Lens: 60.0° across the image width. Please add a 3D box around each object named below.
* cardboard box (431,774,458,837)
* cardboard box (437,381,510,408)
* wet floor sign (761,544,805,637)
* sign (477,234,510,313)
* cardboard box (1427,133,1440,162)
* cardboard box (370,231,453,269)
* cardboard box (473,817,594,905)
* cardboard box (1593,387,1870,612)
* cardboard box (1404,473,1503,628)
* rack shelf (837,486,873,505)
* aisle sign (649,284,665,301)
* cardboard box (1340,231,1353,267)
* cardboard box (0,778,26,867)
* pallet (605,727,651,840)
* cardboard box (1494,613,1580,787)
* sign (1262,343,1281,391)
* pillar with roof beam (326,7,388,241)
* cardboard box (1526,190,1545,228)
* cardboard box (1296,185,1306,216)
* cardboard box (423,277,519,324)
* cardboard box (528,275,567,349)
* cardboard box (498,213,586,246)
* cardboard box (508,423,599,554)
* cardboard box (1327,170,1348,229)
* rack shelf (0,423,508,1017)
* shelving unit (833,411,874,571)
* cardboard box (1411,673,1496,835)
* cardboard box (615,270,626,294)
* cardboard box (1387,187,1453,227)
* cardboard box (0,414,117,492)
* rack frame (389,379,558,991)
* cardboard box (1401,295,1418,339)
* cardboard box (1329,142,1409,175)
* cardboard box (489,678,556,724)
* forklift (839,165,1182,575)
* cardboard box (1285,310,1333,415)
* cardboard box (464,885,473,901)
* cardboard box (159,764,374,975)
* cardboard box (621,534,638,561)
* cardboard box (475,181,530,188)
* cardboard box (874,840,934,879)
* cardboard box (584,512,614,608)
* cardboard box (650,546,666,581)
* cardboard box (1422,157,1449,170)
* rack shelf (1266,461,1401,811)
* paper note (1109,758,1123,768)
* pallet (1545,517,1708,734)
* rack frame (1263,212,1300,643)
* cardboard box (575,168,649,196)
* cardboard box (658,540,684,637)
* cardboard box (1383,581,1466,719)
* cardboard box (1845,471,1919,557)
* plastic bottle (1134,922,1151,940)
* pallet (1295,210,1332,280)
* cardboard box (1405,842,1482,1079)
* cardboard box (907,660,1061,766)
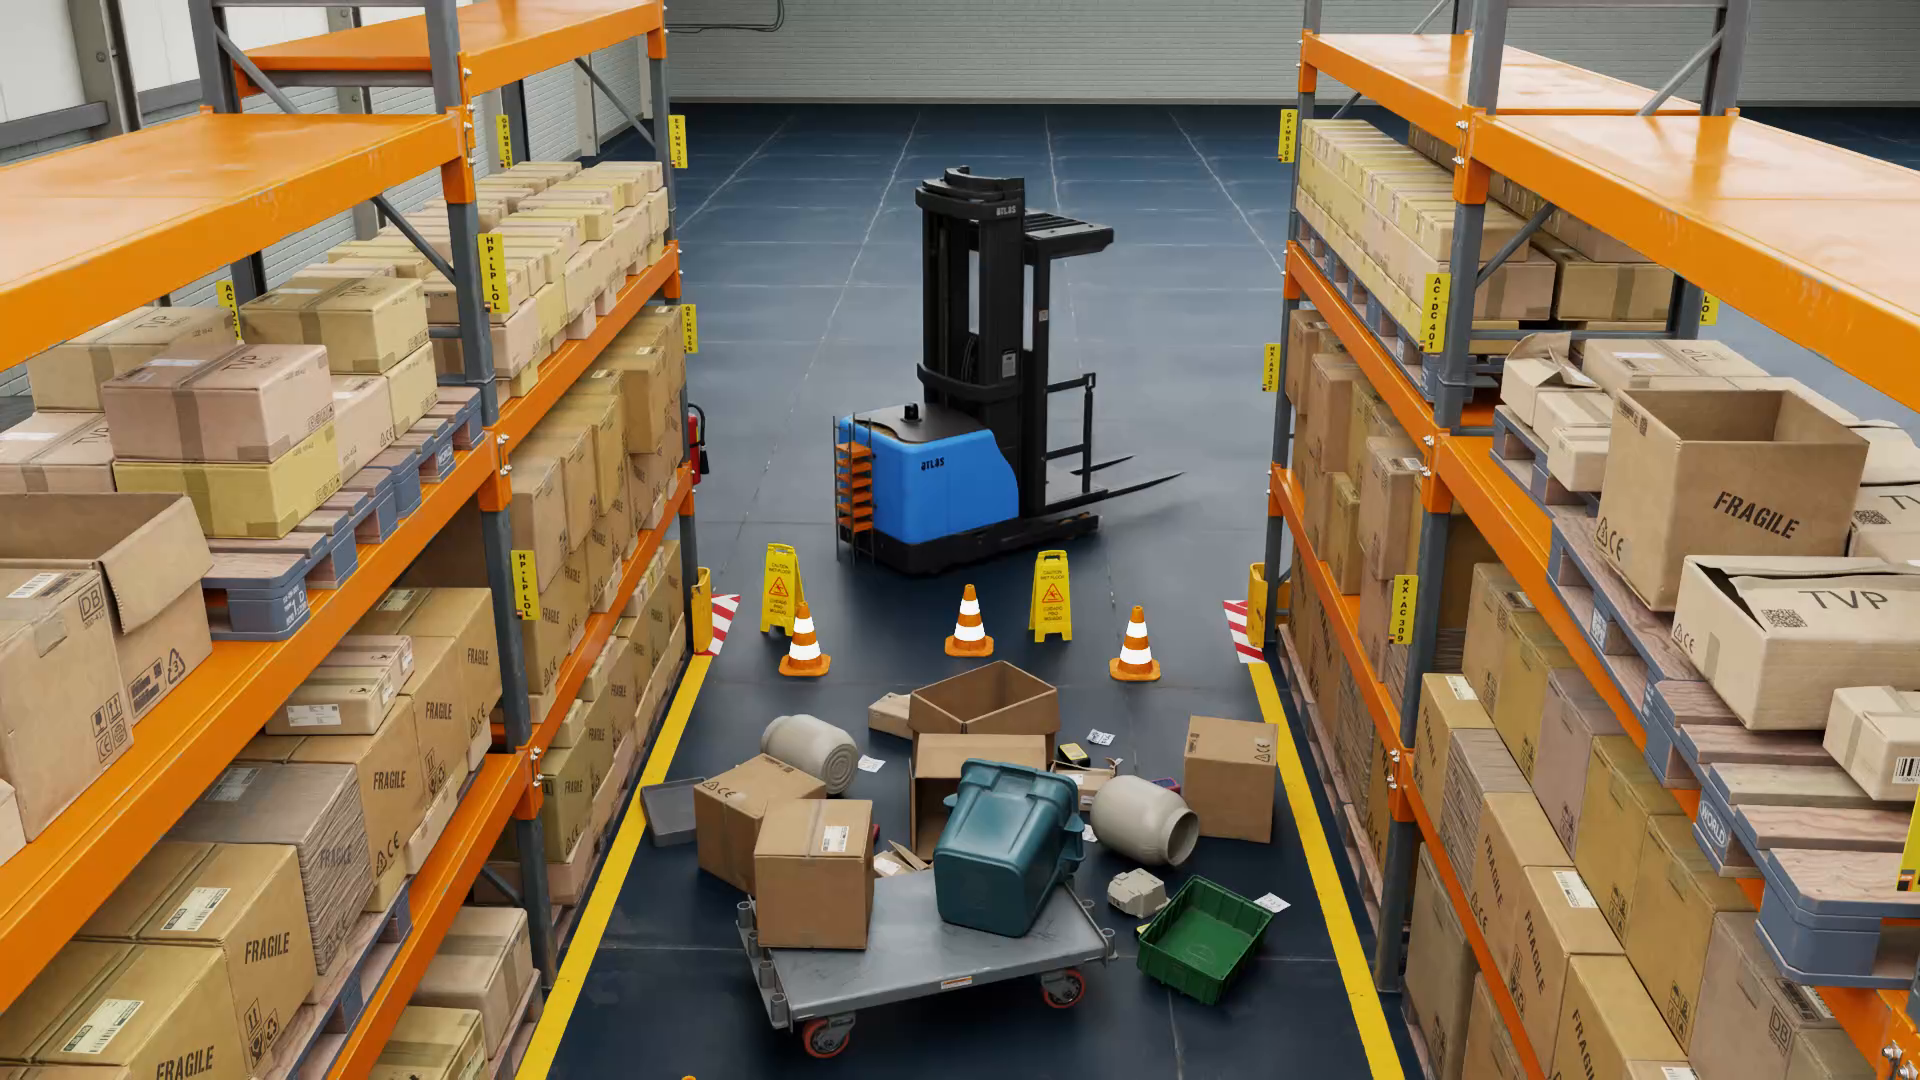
[{"bbox_3d":[-2.191,1.033,6.486,0.380,0.149,0.250,0,21,1],"label":"cardboard box"},{"bbox_3d":[-2.196,-0.658,7.279,0.380,0.149,0.250,0,21,1],"label":"cardboard box"},{"bbox_3d":[-1.256,0.329,11.790,0.267,0.644,0.232,8,23,20],"label":"wet floor sign"},{"bbox_3d":[-1.899,-1.084,6.770,0.100,0.325,0.005,1,21,2],"label":"sign"},{"bbox_3d":[2.931,-2.281,9.641,0.380,0.149,0.250,1,21,3],"label":"cardboard box"},{"bbox_3d":[-2.646,-1.413,8.121,0.380,0.149,0.250,0,21,1],"label":"cardboard box"},{"bbox_3d":[-2.166,1.610,8.454,0.500,0.250,0.500,0,21,-1],"label":"cardboard box"},{"bbox_3d":[2.149,-0.121,4.689,0.500,0.500,0.500,1,21,2],"label":"cardboard box"},{"bbox_3d":[2.543,0.046,7.564,0.875,0.550,0.550,1,21,2],"label":"cardboard box"},{"bbox_3d":[-0.820,-0.332,12.848,0.180,0.103,0.258,-15,26,-34],"label":"rack shelf"},{"bbox_3d":[-2.040,-1.943,10.797,0.394,0.787,0.004,1,21,2],"label":"aisle sign"},{"bbox_3d":[2.243,-1.549,8.856,0.380,0.149,0.250,1,21,2],"label":"cardboard box"},{"bbox_3d":[-2.388,0.640,3.771,0.396,0.266,0.258,1,21,2],"label":"cardboard box"},{"bbox_3d":[-2.434,1.349,9.761,1.003,0.211,1.213,1,21,2],"label":"pallet"},{"bbox_3d":[2.475,0.605,6.303,0.700,0.500,0.500,0,21,1],"label":"cardboard box"},{"bbox_3d":[2.064,-1.143,11.022,0.100,0.325,0.005,1,21,2],"label":"sign"},{"bbox_3d":[-3.547,-7.612,20.706,9.100,9.000,0.400,1,21,2],"label":"pillar with roof beam"},{"bbox_3d":[2.870,-1.547,7.748,0.380,0.149,0.250,0,21,1],"label":"cardboard box"},{"bbox_3d":[2.288,-2.097,10.270,0.380,0.149,0.250,1,21,2],"label":"cardboard box"},{"bbox_3d":[-2.118,-1.029,7.133,0.380,0.149,0.250,0,21,1],"label":"cardboard box"},{"bbox_3d":[-2.160,-1.076,7.804,0.500,0.250,0.500,0,21,1],"label":"cardboard box"},{"bbox_3d":[-2.153,-1.592,8.584,0.380,0.149,0.250,1,21,3],"label":"cardboard box"},{"bbox_3d":[-2.186,-0.258,8.116,0.700,0.500,0.500,1,21,2],"label":"cardboard box"},{"bbox_3d":[2.319,-1.866,9.122,0.500,0.250,0.500,0,21,1],"label":"cardboard box"},{"bbox_3d":[-2.514,0.394,5.214,1.077,0.370,4.000,1,21,2],"label":"rack shelf"},{"bbox_3d":[-0.820,-0.373,12.832,0.189,1.200,0.258,-15,26,-34],"label":"shelving unit"},{"bbox_3d":[2.212,0.893,6.943,0.500,0.500,0.500,1,21,2],"label":"cardboard box"},{"bbox_3d":[-2.114,-1.494,9.433,0.380,0.149,0.250,0,21,1],"label":"cardboard box"},{"bbox_3d":[2.214,-1.552,7.761,0.380,0.149,0.250,1,21,3],"label":"cardboard box"},{"bbox_3d":[-2.880,-0.218,5.423,0.500,0.250,0.500,0,21,1],"label":"cardboard box"},{"bbox_3d":[-2.453,0.734,7.490,1.000,3.000,0.127,1,21,2],"label":"rack frame"},{"bbox_3d":[2.196,-0.998,7.436,0.380,0.149,0.250,1,21,3],"label":"cardboard box"},{"bbox_3d":[2.259,-2.105,9.186,0.380,0.149,0.250,0,21,1],"label":"cardboard box"},{"bbox_3d":[-2.123,0.741,7.820,0.380,0.149,0.250,1,21,1],"label":"cardboard box"},{"bbox_3d":[0.517,-1.507,13.361,3.031,2.935,1.130,-15,26,-34],"label":"forklift"},{"bbox_3d":[2.569,-1.134,10.604,0.875,0.550,0.550,1,21,2],"label":"cardboard box"},{"bbox_3d":[-2.704,1.604,8.470,0.500,0.250,0.500,2,21,4],"label":"cardboard box"},{"bbox_3d":[-2.289,1.078,5.474,0.500,0.500,0.500,0,21,0],"label":"cardboard box"},{"bbox_3d":[-2.098,0.006,9.714,0.380,0.149,0.250,0,21,1],"label":"cardboard box"},{"bbox_3d":[-2.690,-1.968,9.552,0.380,0.149,0.250,1,21,1],"label":"cardboard box"},{"bbox_3d":[-0.283,1.738,8.683,0.258,0.266,0.396,-16,26,-35],"label":"cardboard box"},{"bbox_3d":[-2.141,0.030,8.756,0.500,0.500,0.500,0,21,1],"label":"cardboard box"},{"bbox_3d":[-2.040,0.148,10.288,0.380,0.149,0.250,1,21,3],"label":"cardboard box"},{"bbox_3d":[2.867,-2.043,9.578,0.500,0.250,0.500,1,21,2],"label":"cardboard box"},{"bbox_3d":[2.558,0.364,9.438,1.077,0.370,4.000,1,21,2],"label":"rack shelf"},{"bbox_3d":[0.944,1.347,10.042,0.032,0.001,0.123,13,25,29],"label":"paper note"},{"bbox_3d":[2.373,0.250,4.852,1.003,0.211,1.213,2,21,4],"label":"pallet"},{"bbox_3d":[2.619,-0.694,11.171,1.000,3.000,0.127,1,21,2],"label":"rack frame"},{"bbox_3d":[-2.093,-2.147,10.013,0.380,0.149,0.250,1,21,3],"label":"cardboard box"},{"bbox_3d":[-2.095,0.317,10.749,0.500,0.500,0.500,1,21,2],"label":"cardboard box"},{"bbox_3d":[2.497,0.549,7.761,0.875,0.550,0.550,1,21,2],"label":"cardboard box"},{"bbox_3d":[2.648,-0.027,4.710,0.500,0.311,0.500,0,21,1],"label":"cardboard box"},{"bbox_3d":[0.997,2.006,8.276,0.133,0.061,0.283,-11,24,-26],"label":"plastic bottle"},{"bbox_3d":[2.607,-1.783,9.953,1.003,0.211,1.213,1,21,2],"label":"pallet"},{"bbox_3d":[2.568,1.831,7.194,1.050,0.750,0.750,1,21,1],"label":"cardboard box"},{"bbox_3d":[0.145,1.115,9.960,0.797,0.503,0.637,-16,26,-35],"label":"cardboard box"}]
